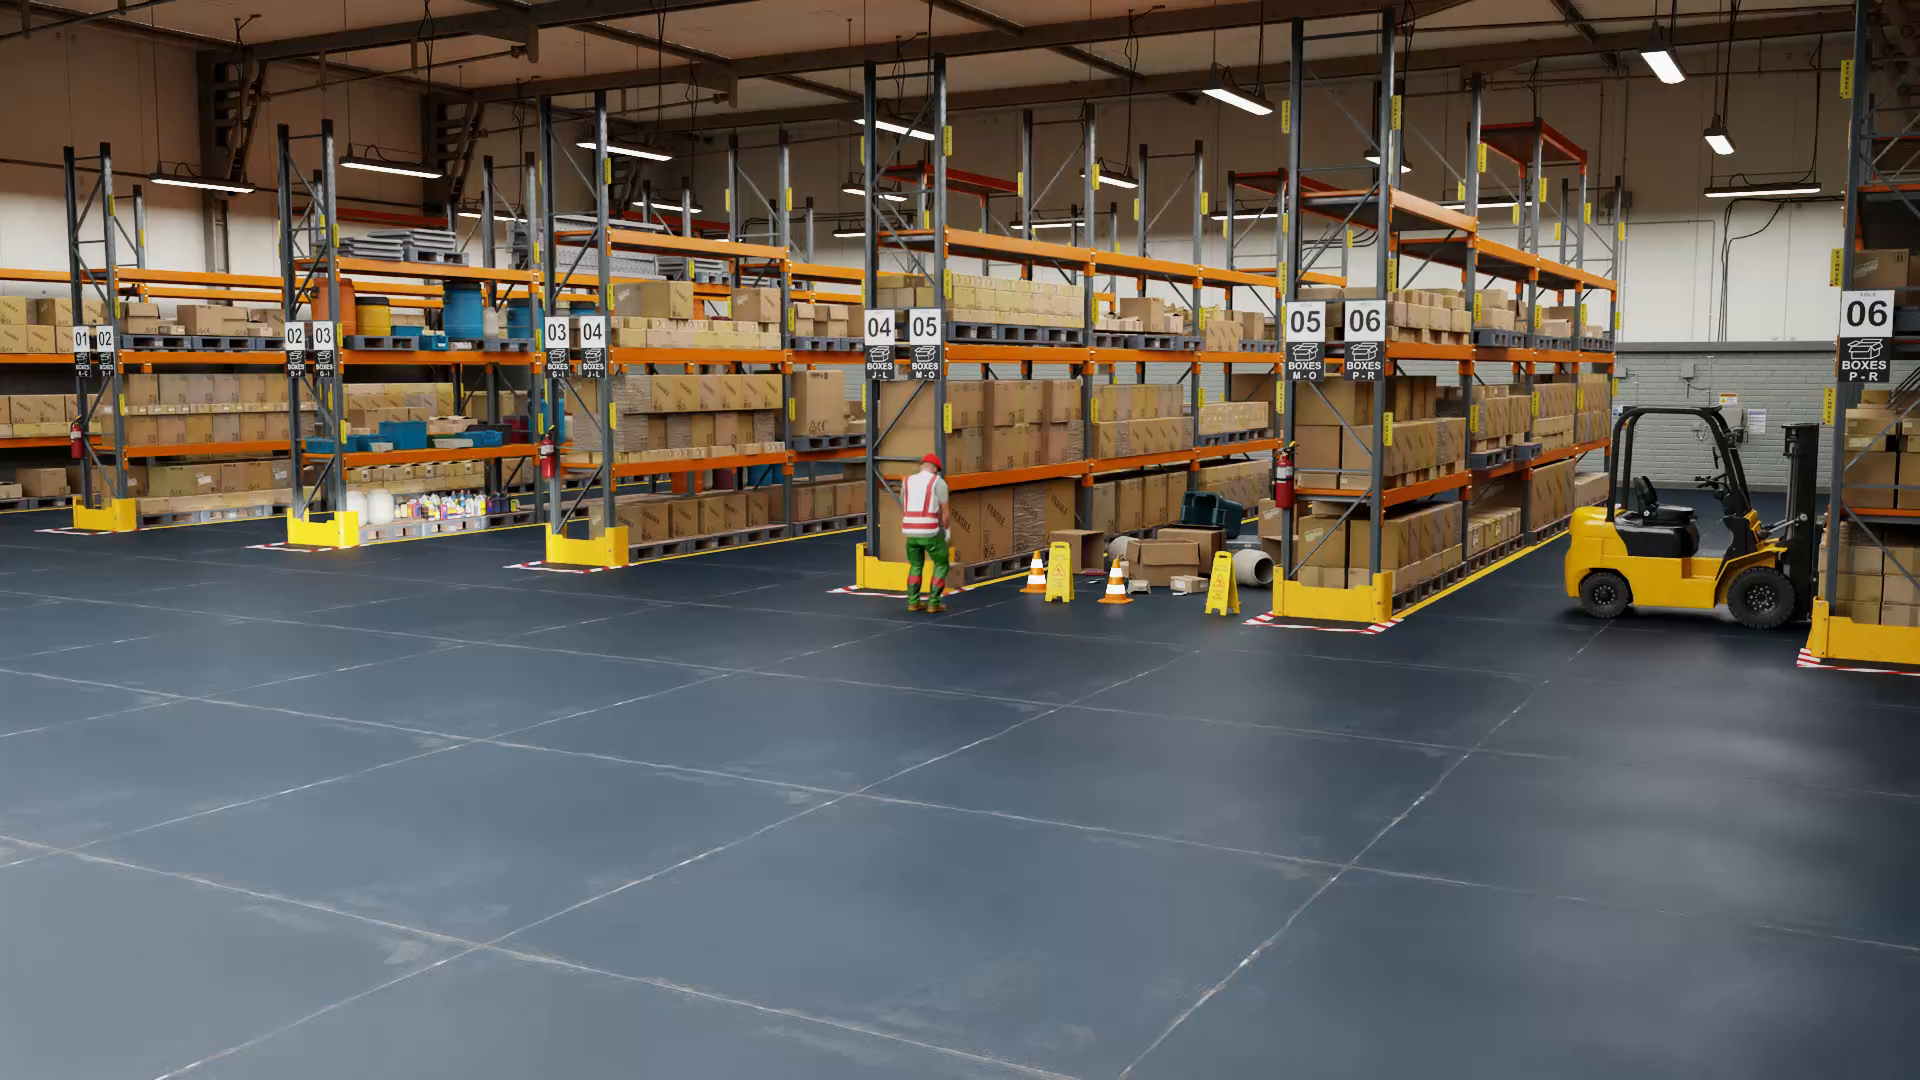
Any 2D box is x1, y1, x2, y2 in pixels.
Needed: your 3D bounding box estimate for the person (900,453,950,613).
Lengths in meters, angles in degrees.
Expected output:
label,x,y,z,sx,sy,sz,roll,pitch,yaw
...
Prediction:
label,x,y,z,sx,sy,sz,roll,pitch,yaw
person,-0.371,-0.079,17.441,0.564,1.647,0.580,3,7,30
